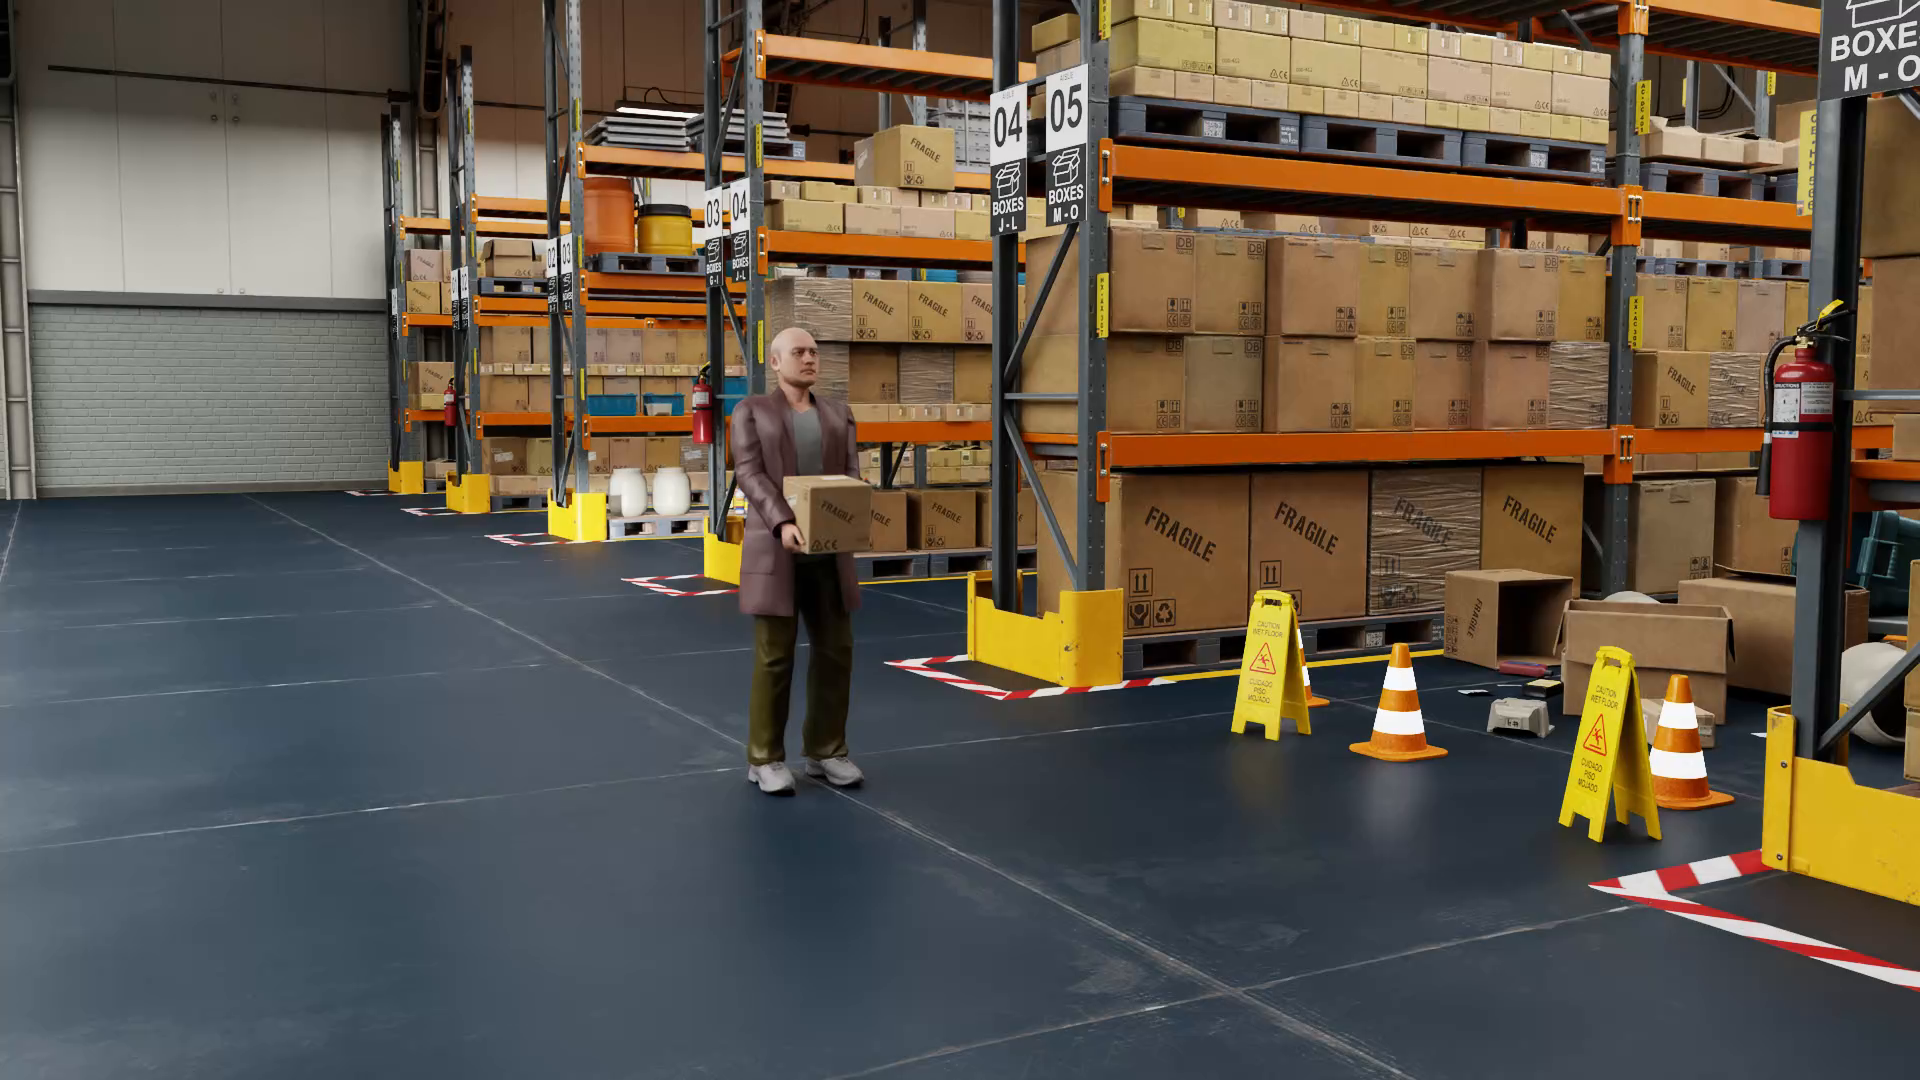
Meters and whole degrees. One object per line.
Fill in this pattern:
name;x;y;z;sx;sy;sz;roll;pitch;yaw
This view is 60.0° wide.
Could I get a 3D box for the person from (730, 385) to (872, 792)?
person;-0.597;0.174;6.412;0.529;1.559;0.468;-3;6;-29
